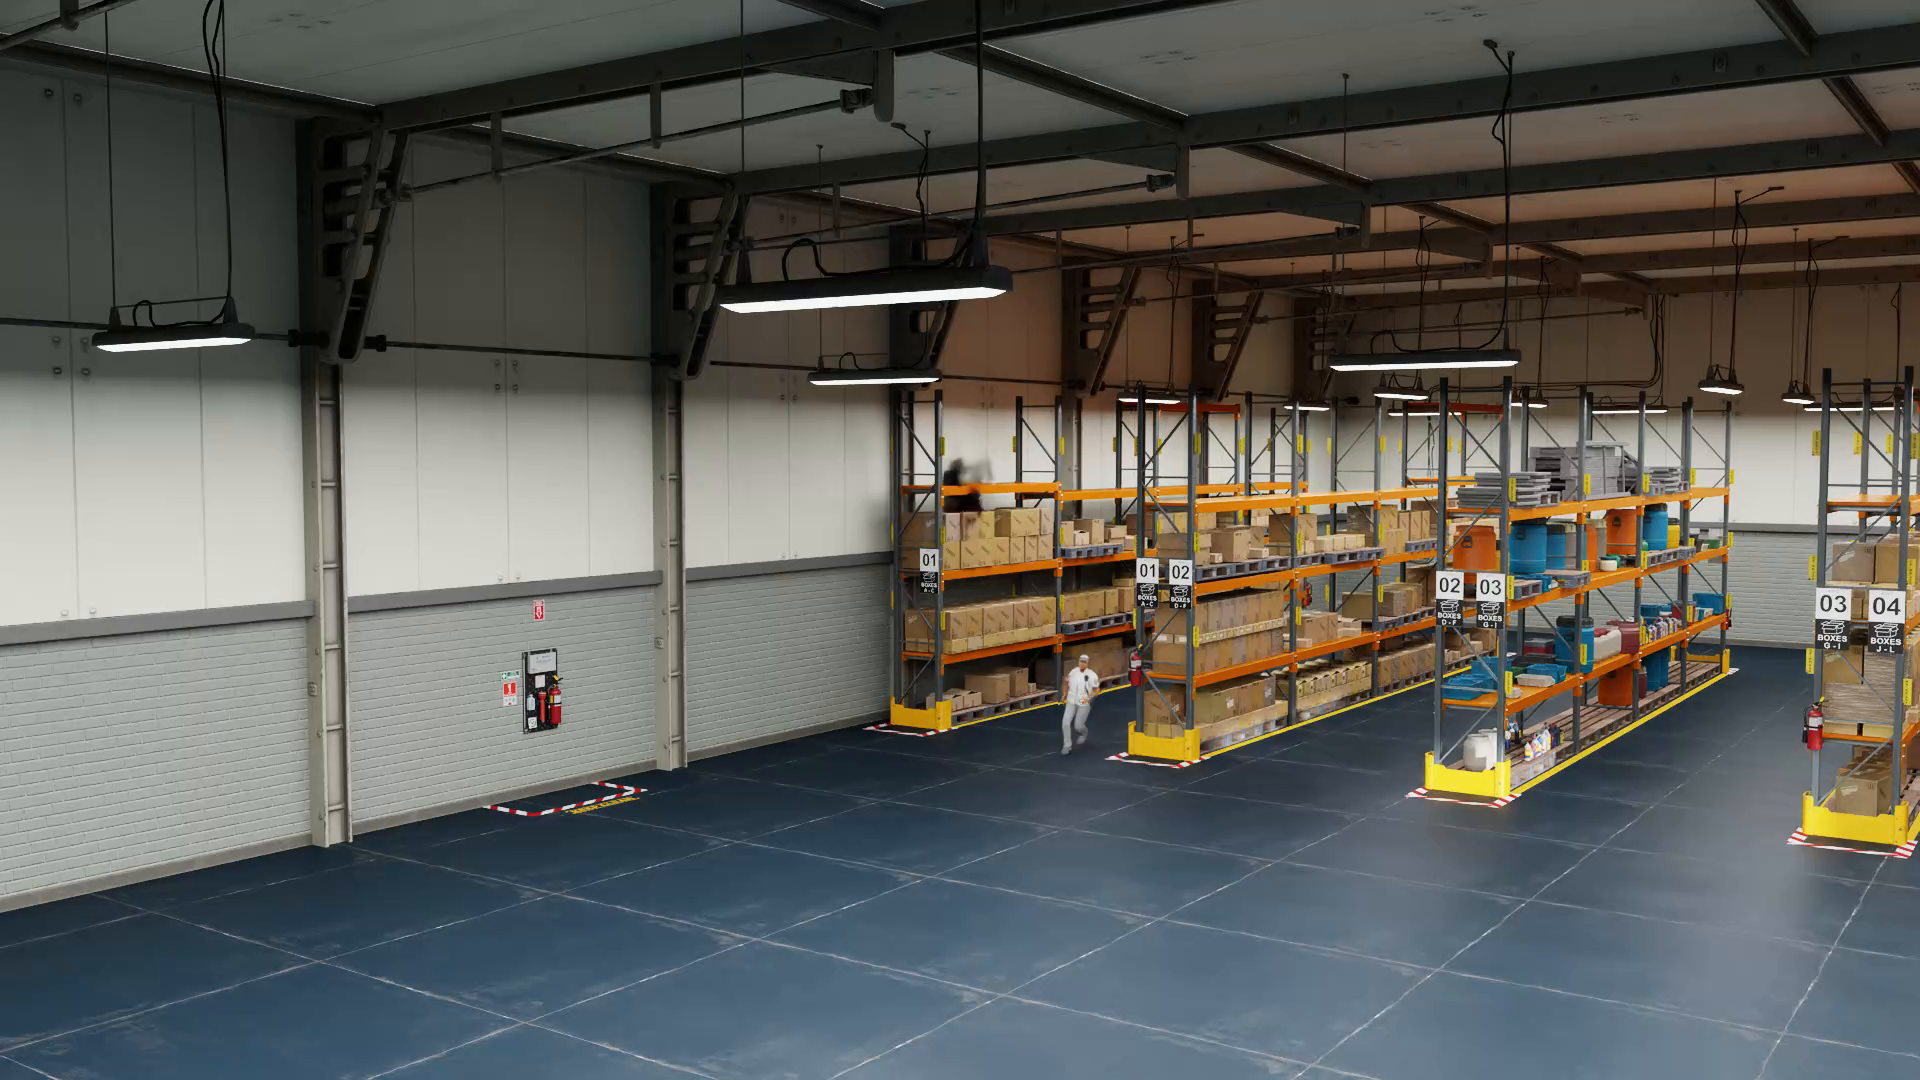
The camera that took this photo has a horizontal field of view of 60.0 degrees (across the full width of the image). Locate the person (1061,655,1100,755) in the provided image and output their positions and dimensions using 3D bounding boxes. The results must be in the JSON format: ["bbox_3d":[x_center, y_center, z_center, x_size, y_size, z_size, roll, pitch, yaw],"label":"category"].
[{"bbox_3d":[1.975,2.681,27.239,0.646,1.635,0.682,1,4,24],"label":"person"}]
